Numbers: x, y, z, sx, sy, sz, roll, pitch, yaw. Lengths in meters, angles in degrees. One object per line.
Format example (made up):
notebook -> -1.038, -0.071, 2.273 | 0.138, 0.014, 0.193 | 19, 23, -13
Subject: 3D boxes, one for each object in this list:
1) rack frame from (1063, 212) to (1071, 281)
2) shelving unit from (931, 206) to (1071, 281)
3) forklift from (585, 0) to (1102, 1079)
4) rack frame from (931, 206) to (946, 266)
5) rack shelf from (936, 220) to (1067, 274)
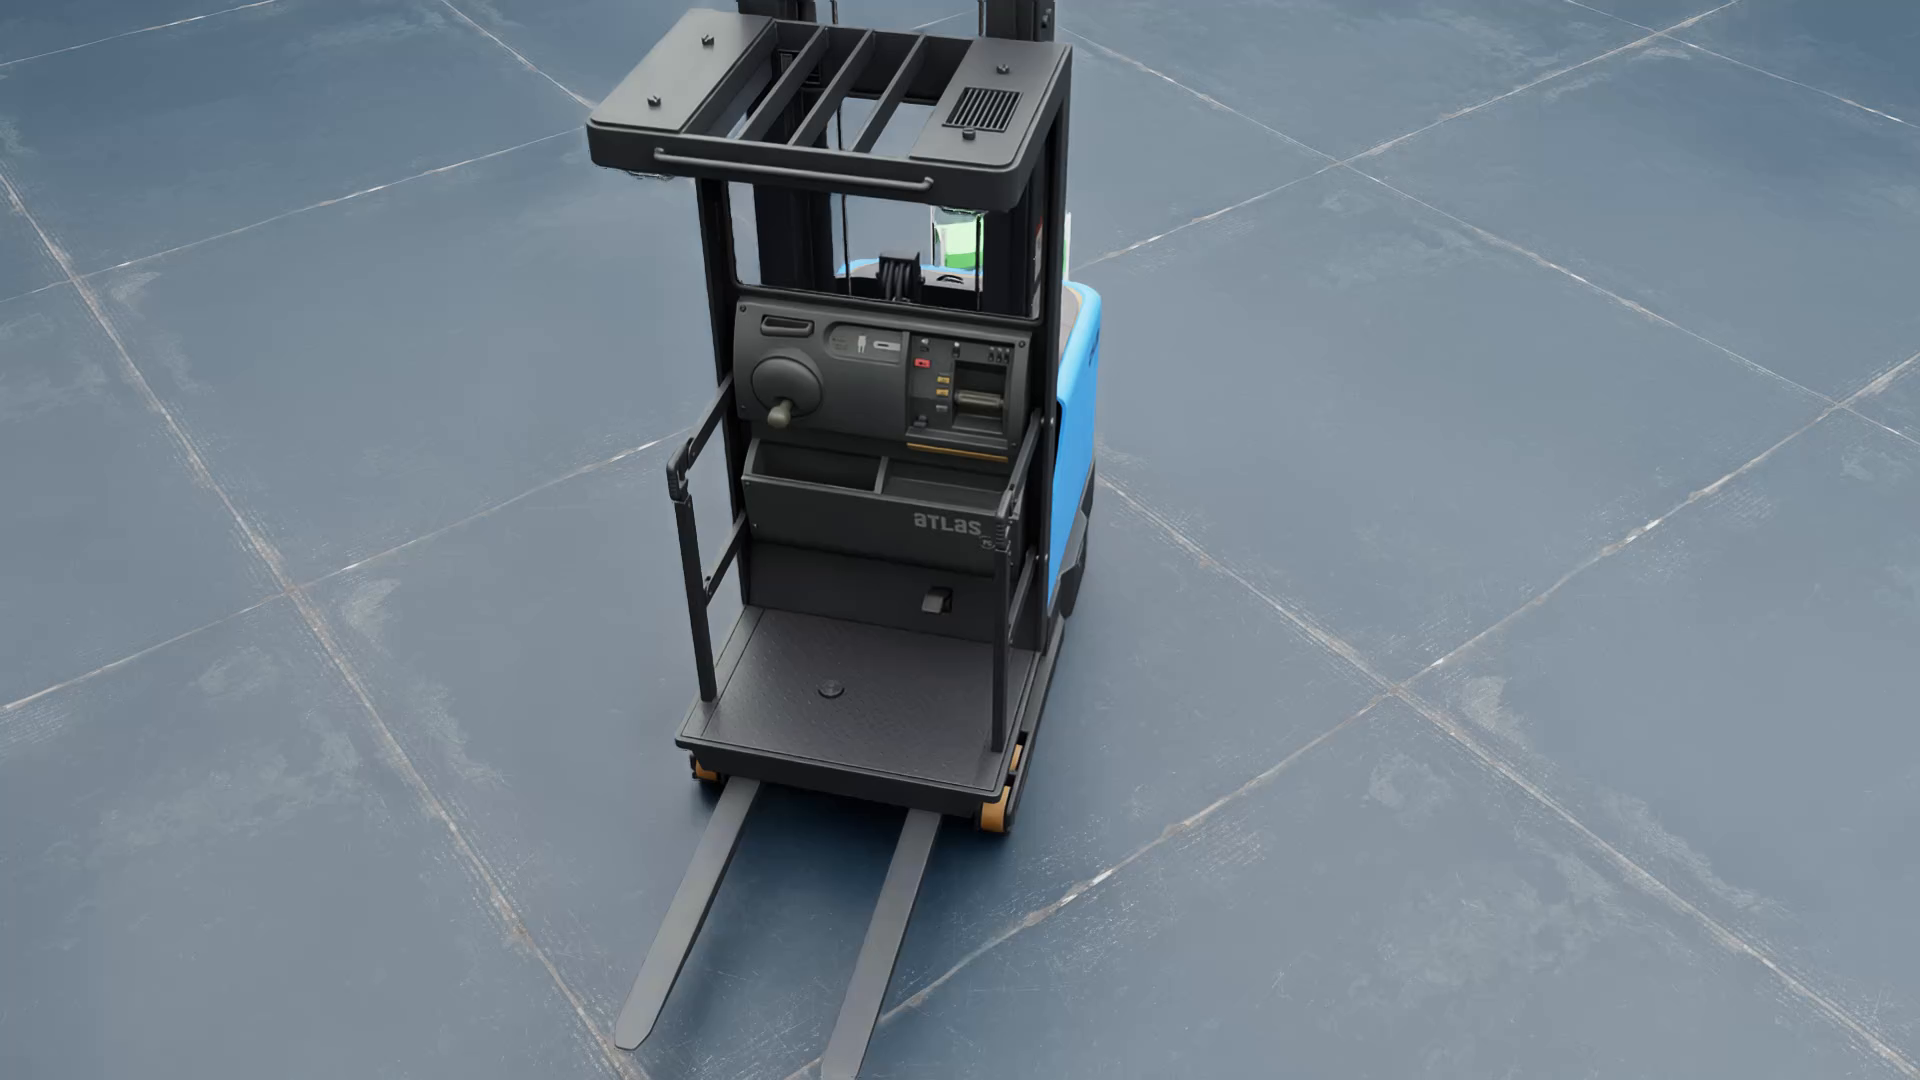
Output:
rack frame -> 0.396, -0.858, 6.850 | 0.015, 1.200, 0.240 | -7, 40, -8
shelving unit -> 0.156, -0.829, 6.814 | 0.503, 1.200, 0.258 | -7, 40, -8
forklift -> -0.296, -0.425, 4.957 | 1.130, 2.935, 3.031 | 9, 40, 10
rack frame -> -0.084, -0.799, 6.778 | 0.015, 1.200, 0.240 | -7, 40, -8
rack shelf -> 0.156, -1.150, 6.550 | 0.480, 0.148, 0.258 | -7, 40, -8
